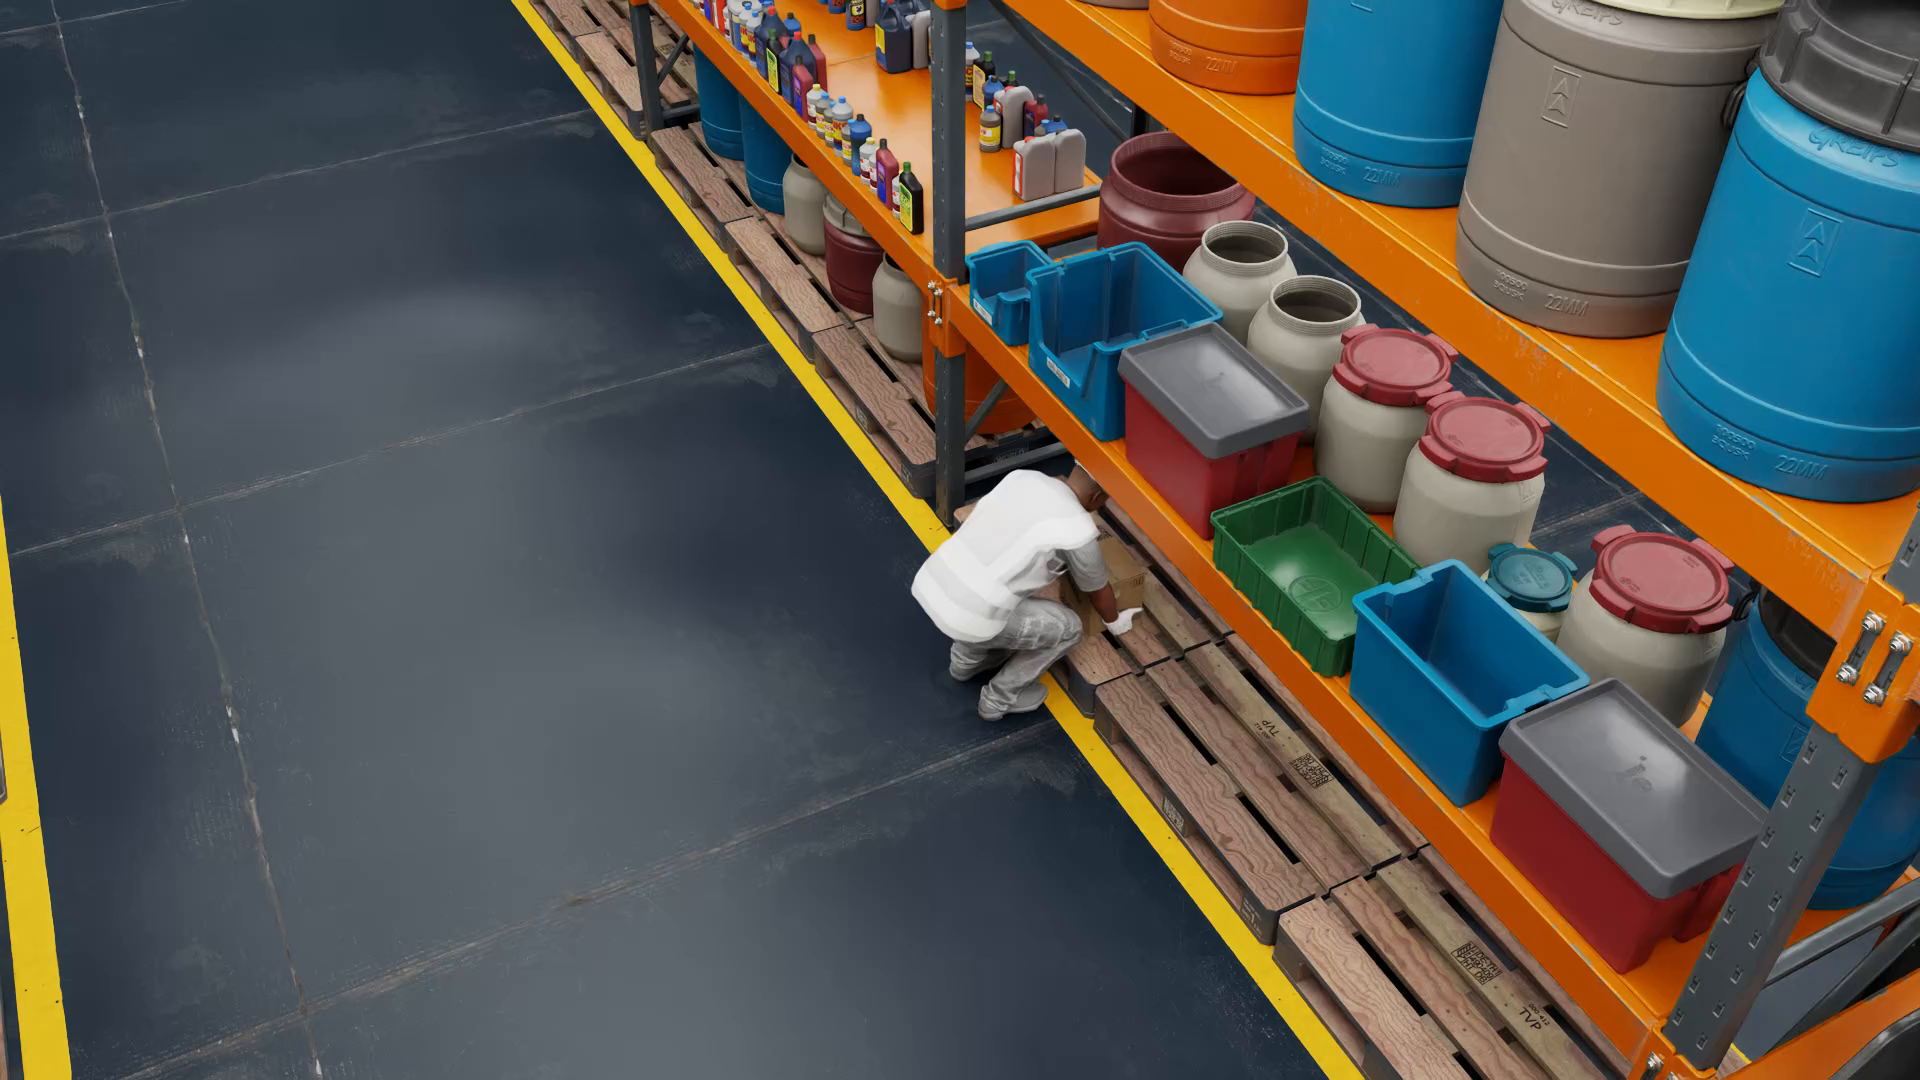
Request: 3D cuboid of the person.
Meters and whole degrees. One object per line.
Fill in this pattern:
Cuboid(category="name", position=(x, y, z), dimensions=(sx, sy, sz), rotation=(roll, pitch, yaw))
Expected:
Cuboid(category="person", position=(0.264, 0.159, 6.558), dimensions=(0.943, 1.006, 0.554), rotation=(-20, 45, -22))
